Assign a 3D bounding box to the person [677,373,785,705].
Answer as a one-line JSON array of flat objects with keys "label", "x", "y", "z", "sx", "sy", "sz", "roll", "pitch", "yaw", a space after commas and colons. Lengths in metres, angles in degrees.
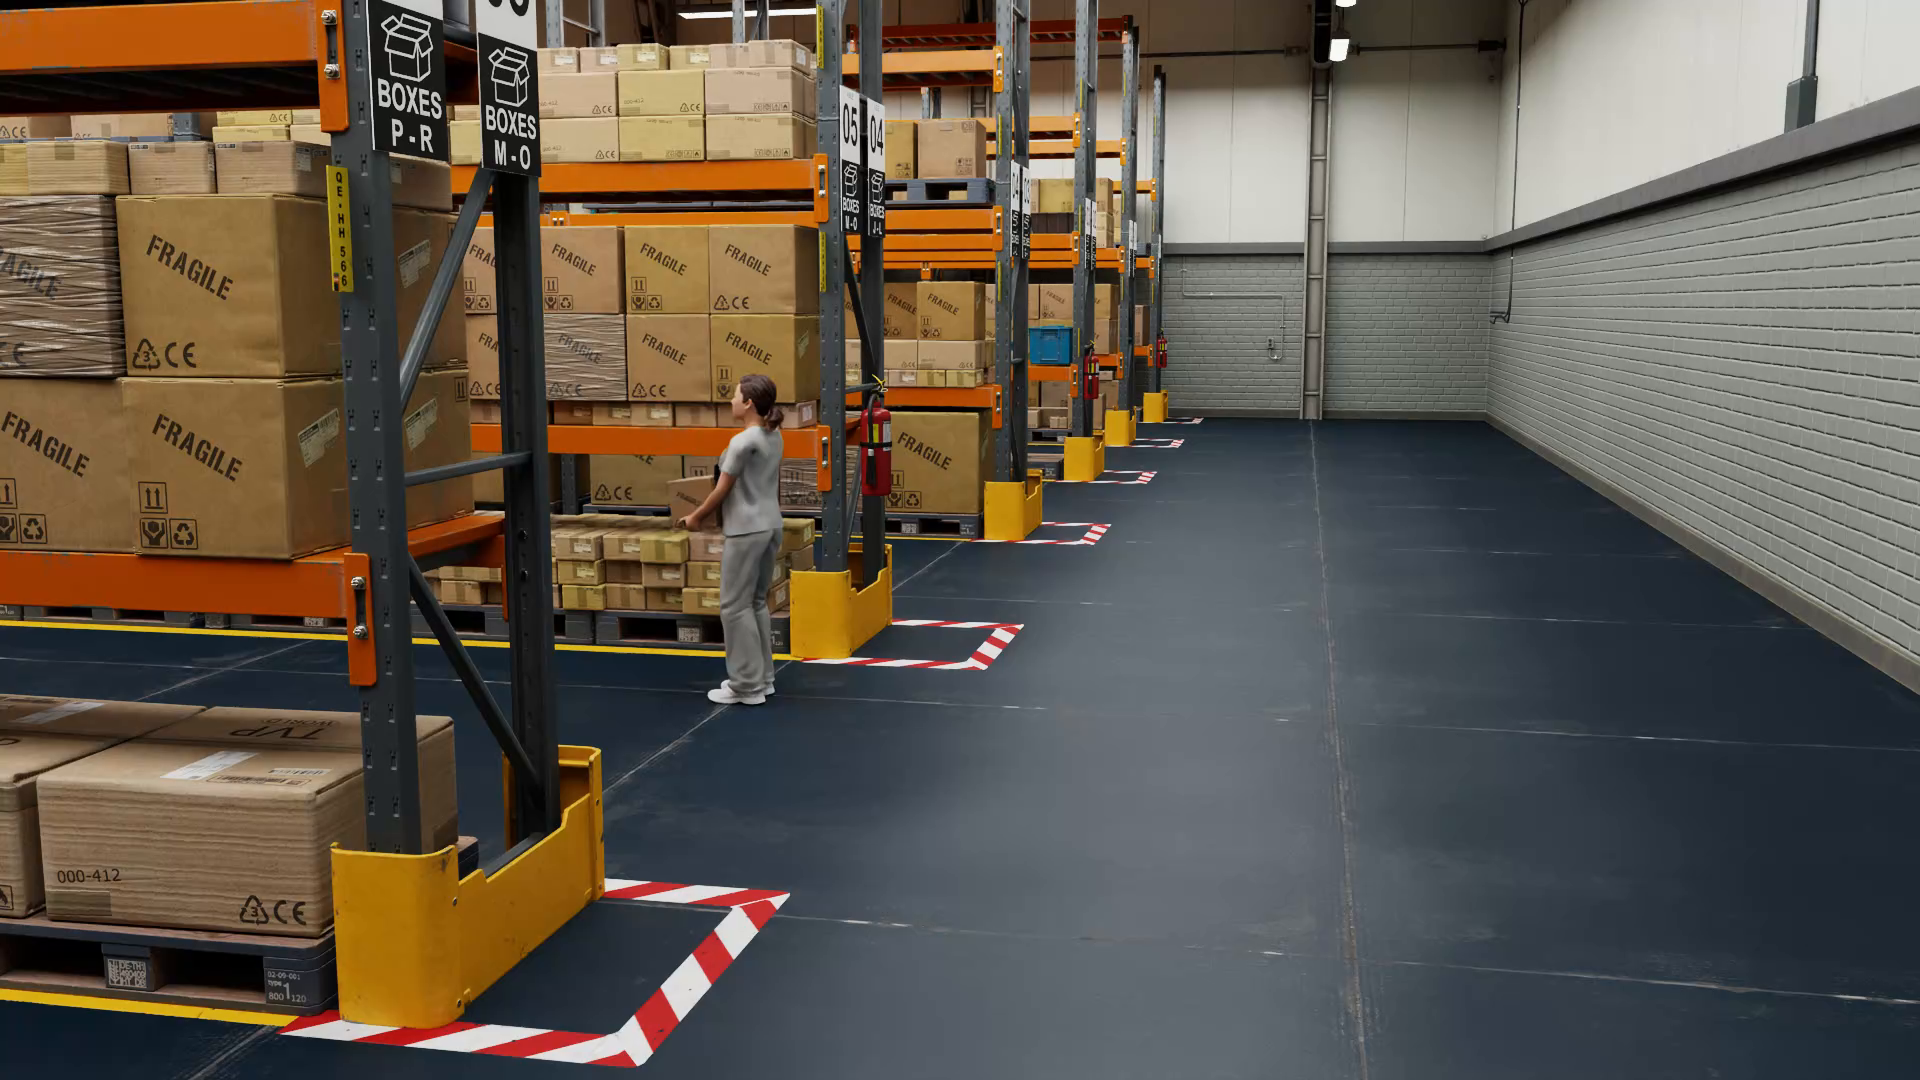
[{"label": "person", "x": -1.128, "y": -0.011, "z": 8.444, "sx": 0.548, "sy": 1.667, "sz": 0.434, "roll": 3, "pitch": 9, "yaw": 20}]
